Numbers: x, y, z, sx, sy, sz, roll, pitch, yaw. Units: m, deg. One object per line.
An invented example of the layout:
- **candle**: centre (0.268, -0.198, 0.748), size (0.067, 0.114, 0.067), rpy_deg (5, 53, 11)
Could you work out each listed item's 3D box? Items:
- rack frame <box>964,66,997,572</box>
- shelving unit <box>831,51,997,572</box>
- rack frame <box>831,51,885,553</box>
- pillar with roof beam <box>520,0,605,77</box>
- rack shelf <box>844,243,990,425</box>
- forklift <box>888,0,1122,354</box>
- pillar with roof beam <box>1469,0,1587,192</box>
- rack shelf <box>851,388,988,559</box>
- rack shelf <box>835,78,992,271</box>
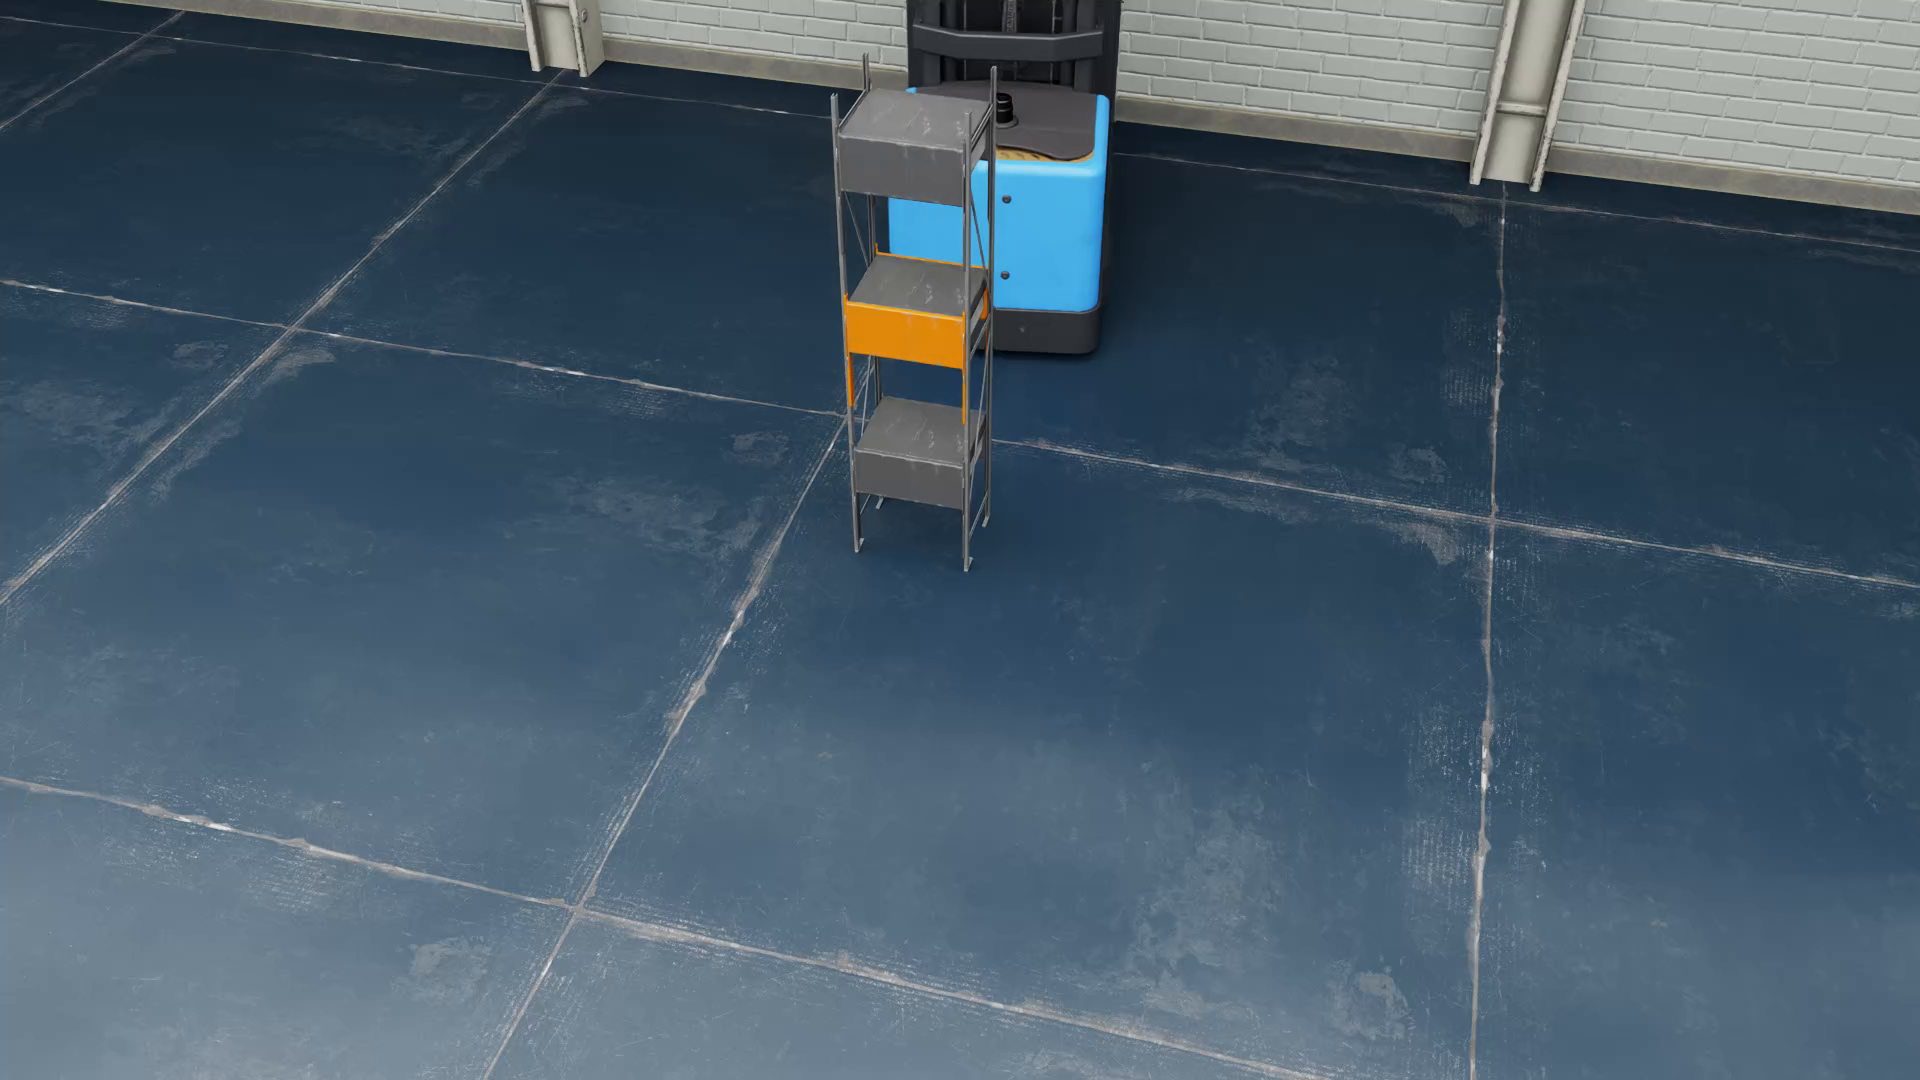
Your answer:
- **rack frame**: centre (0.076, -0.791, 6.559), size (0.015, 2.100, 0.400), rpy_deg (10, 41, 11)
- **shelving unit**: centre (-0.160, -0.832, 6.608), size (0.503, 2.100, 0.431), rpy_deg (10, 41, 11)
- **rack frame**: centre (-0.396, -0.872, 6.656), size (0.015, 2.100, 0.400), rpy_deg (10, 41, 11)
- **pillar with roof beam**: centre (-3.695, -3.919, 4.920), size (0.400, 9.000, 9.100), rpy_deg (10, 41, 11)
- **rack shelf**: centre (-0.160, -0.821, 6.616), size (0.480, 0.518, 0.431), rpy_deg (10, 41, 11)
- **forklift**: centre (0.295, -2.981, 8.521), size (1.130, 2.935, 3.031), rpy_deg (3, 40, 4)
- **pillar with roof beam**: centre (2.101, -2.922, 3.732), size (0.400, 9.000, 9.100), rpy_deg (10, 41, 11)
- **rack shelf**: centre (-0.160, -0.285, 7.066), size (0.480, 0.518, 0.431), rpy_deg (10, 41, 11)
- **rack shelf**: centre (-0.160, -1.357, 6.166), size (0.480, 0.518, 0.431), rpy_deg (10, 41, 11)
